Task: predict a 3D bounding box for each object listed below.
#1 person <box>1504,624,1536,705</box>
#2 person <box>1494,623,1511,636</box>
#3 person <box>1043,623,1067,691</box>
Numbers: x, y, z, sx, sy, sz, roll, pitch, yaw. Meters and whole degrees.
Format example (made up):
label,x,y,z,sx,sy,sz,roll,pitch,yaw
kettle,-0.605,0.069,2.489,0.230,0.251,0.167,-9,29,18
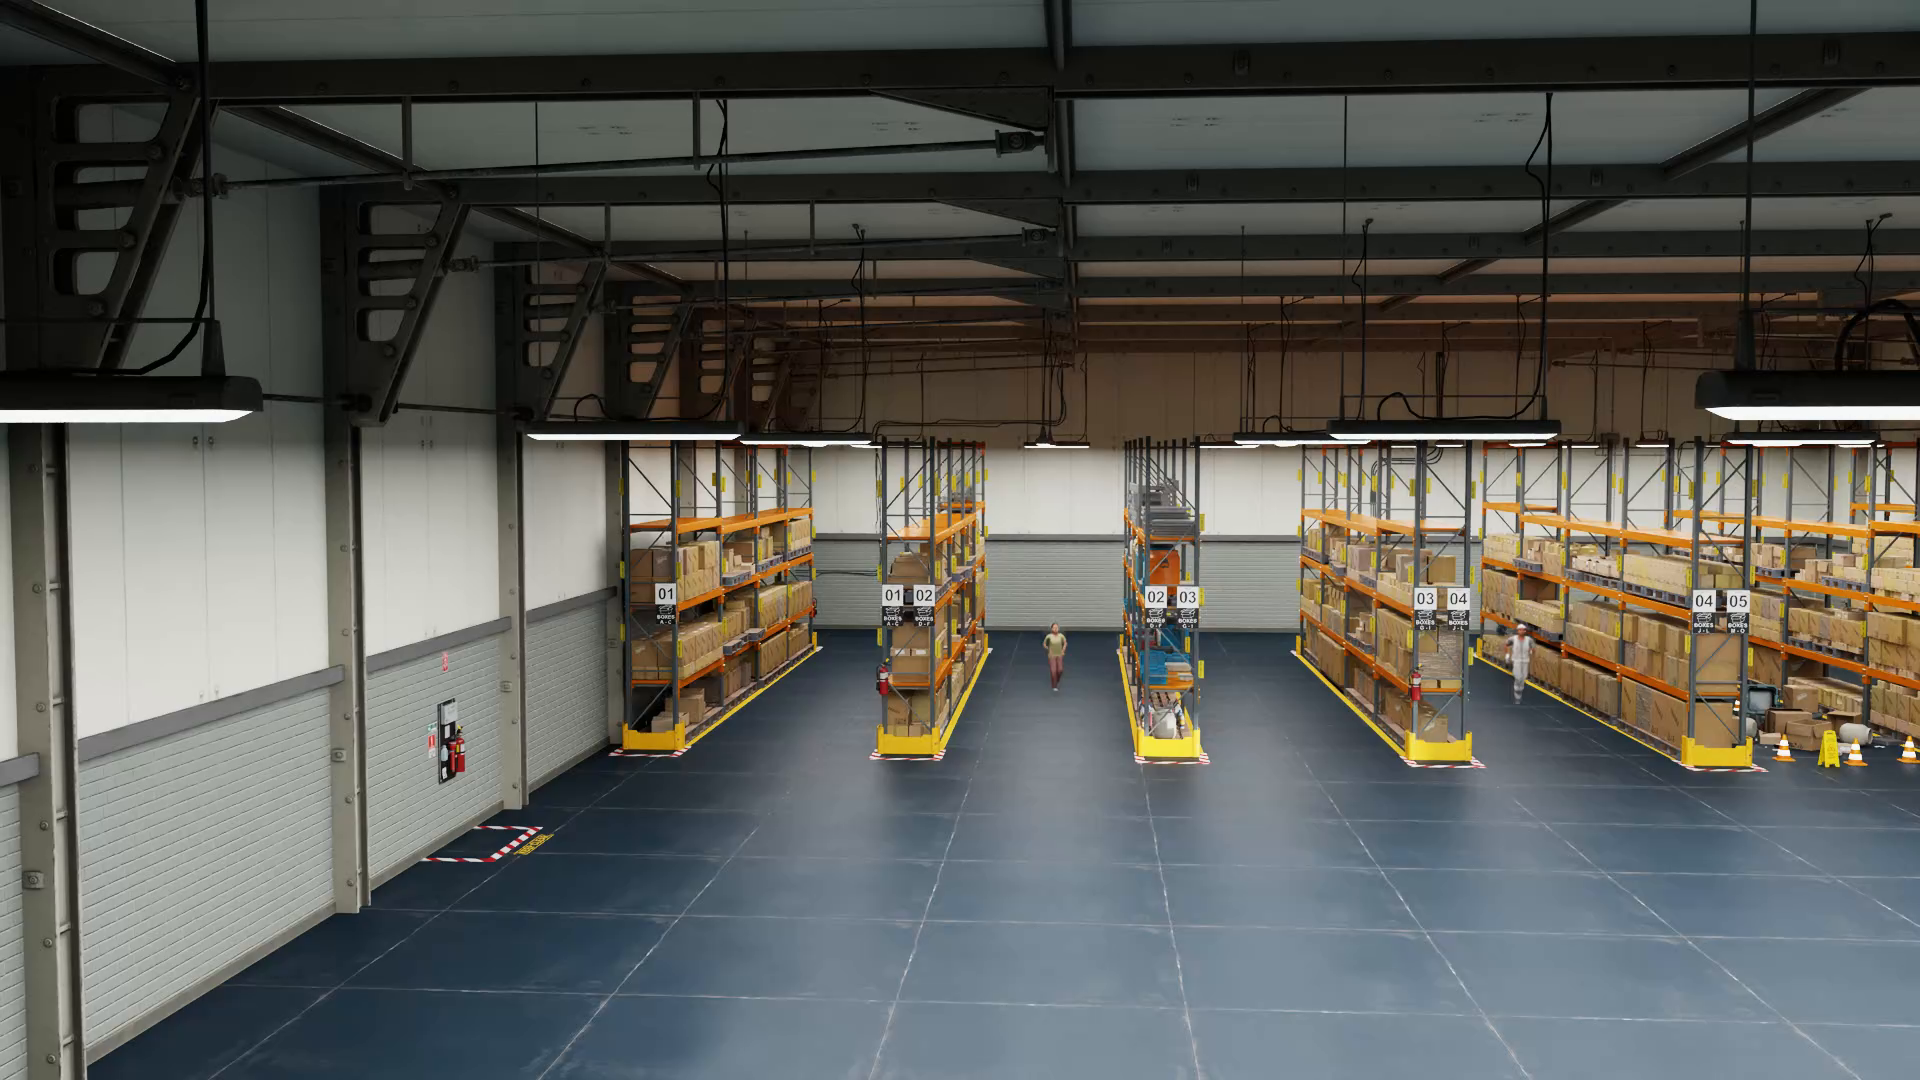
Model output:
label,x,y,z,sx,sy,sz,roll,pitch,yaw
person,12.727,2.822,37.715,0.639,1.845,0.783,0,3,4
person,15.583,2.337,47.565,0.831,1.692,0.737,1,3,17
person,2.282,2.790,39.558,0.590,1.628,0.519,0,3,-6
